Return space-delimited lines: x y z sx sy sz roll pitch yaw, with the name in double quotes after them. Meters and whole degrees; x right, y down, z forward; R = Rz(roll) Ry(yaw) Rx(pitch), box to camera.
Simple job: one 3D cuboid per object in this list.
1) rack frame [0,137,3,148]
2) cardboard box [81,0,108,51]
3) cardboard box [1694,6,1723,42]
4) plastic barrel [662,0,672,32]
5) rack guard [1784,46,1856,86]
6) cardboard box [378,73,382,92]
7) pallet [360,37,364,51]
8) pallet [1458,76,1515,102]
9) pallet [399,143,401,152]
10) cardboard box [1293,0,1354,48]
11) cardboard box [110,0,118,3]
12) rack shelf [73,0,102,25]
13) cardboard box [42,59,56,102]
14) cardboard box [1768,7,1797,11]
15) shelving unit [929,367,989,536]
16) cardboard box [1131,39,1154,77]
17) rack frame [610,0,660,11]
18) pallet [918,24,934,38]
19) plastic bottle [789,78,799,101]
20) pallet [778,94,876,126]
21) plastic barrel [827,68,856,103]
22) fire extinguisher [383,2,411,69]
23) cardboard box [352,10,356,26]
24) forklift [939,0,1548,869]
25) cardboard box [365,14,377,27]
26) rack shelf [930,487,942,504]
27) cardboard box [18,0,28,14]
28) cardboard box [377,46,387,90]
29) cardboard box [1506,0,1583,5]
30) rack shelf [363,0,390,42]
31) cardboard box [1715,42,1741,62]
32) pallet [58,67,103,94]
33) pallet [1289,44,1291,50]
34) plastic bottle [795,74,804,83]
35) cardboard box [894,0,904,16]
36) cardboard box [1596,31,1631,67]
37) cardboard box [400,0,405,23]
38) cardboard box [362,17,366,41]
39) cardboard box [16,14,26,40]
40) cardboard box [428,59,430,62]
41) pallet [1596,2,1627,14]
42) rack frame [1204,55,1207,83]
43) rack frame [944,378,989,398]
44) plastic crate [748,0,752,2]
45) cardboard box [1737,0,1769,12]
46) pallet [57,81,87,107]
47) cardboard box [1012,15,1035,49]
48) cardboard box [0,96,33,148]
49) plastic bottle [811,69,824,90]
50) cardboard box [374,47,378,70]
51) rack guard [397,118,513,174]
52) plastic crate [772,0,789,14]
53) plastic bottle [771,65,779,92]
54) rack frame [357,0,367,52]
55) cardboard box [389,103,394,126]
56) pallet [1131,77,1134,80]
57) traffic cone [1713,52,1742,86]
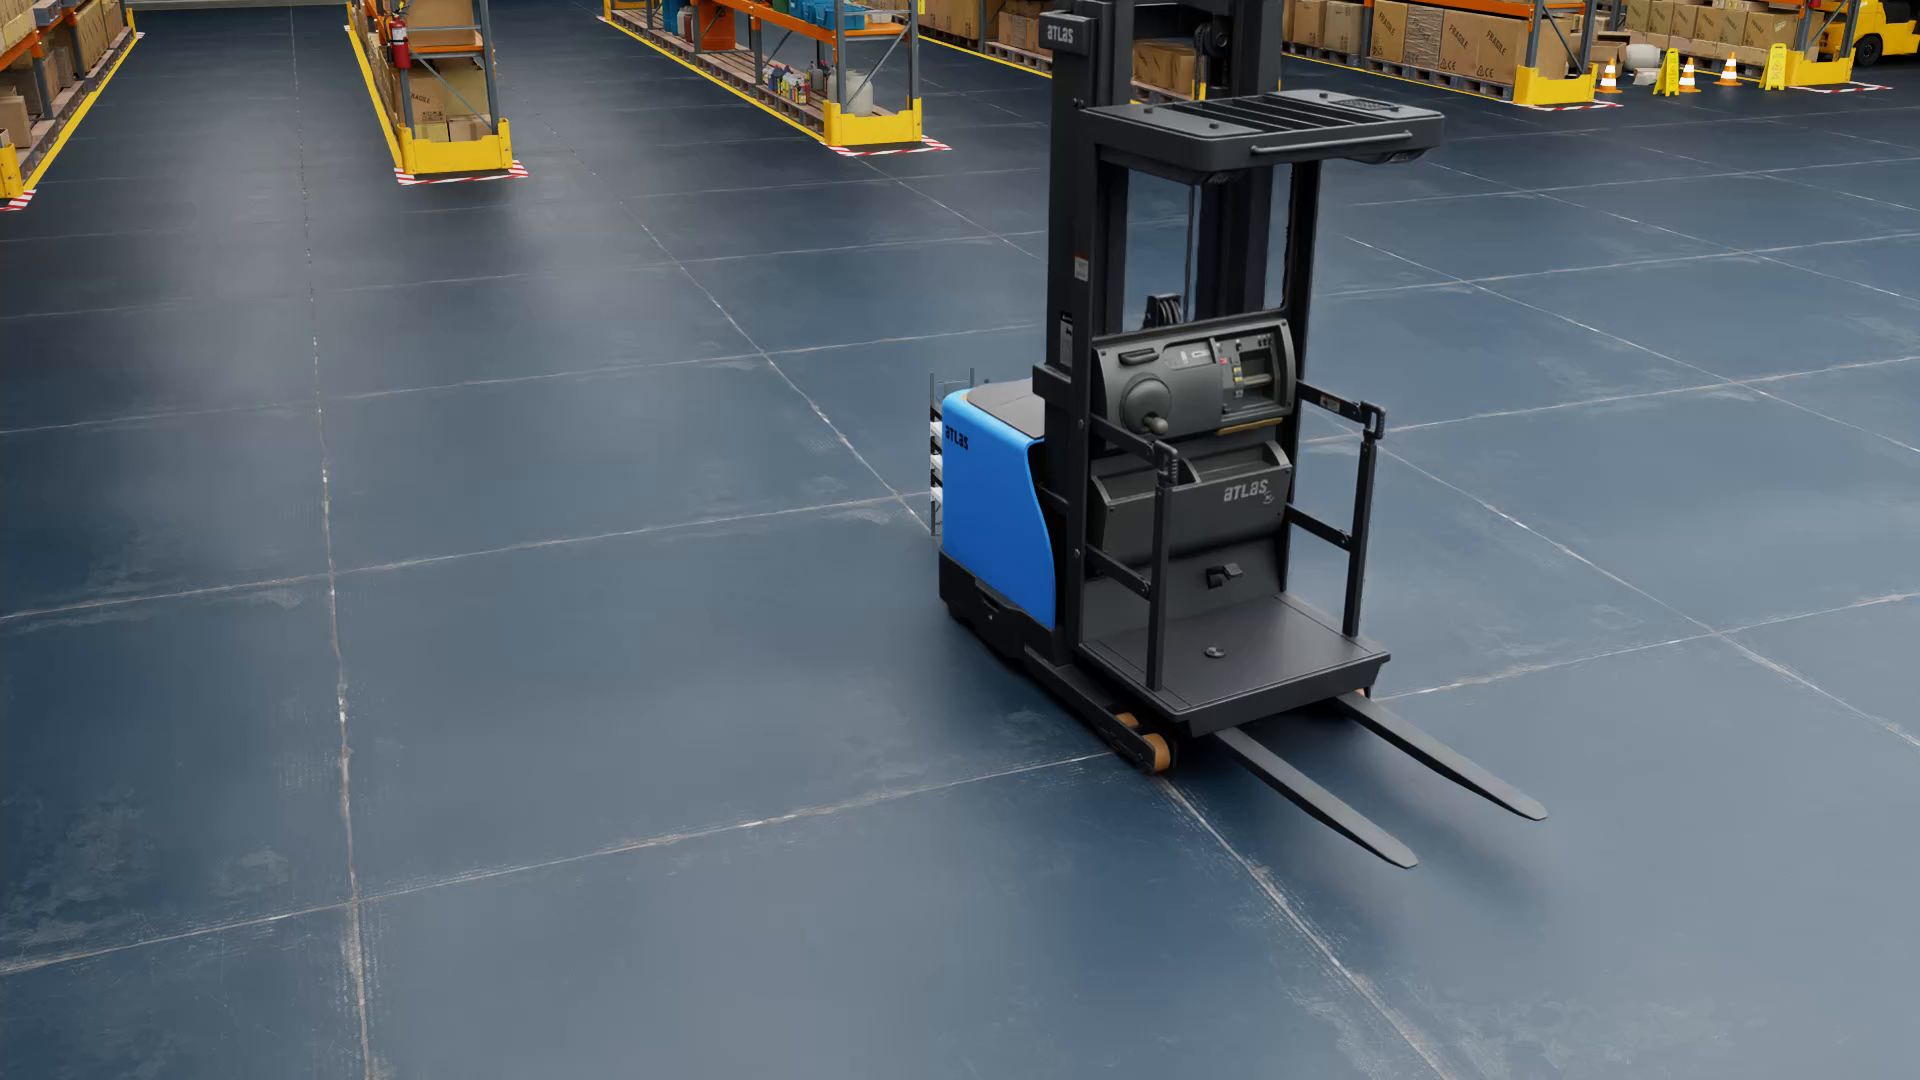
-10.256 -4.867 16.435 1.000 3.000 0.127 -8 24 -19 "rack frame"
-14.144 -8.212 26.598 0.750 0.750 0.750 -8 24 -18 "cardboard box"
12.031 -8.166 26.297 0.500 0.500 0.500 -9 24 -20 "cardboard box"
-5.051 -9.613 29.857 0.600 0.901 0.708 -8 24 -19 "plastic barrel"
12.890 -7.141 25.049 1.175 0.500 0.348 -8 24 -19 "rack guard"
-7.631 -6.223 22.651 0.500 0.250 0.500 -9 24 -20 "cardboard box"
-10.104 -8.873 29.530 1.003 0.211 1.213 -8 24 -19 "pallet"
7.966 -6.544 24.005 1.003 0.211 1.213 -8 24 -19 "pallet"
-5.932 -4.535 19.238 1.003 0.211 1.213 -8 24 -19 "pallet"
6.268 -8.724 27.942 1.050 0.750 0.750 -8 24 -19 "cardboard box"
-15.261 -9.666 29.664 0.380 0.149 0.250 -8 24 -18 "cardboard box"
-13.789 -8.169 25.196 1.077 0.370 4.000 -8 24 -19 "rack shelf"
-12.317 -6.008 21.795 0.700 0.500 0.500 -8 24 -18 "cardboard box"
12.693 -8.066 26.060 0.500 0.500 0.500 -9 25 -21 "cardboard box"
-0.003 -0.418 8.582 0.258 0.900 0.210 -8 24 -19 "shelving unit"
2.546 -7.043 24.276 0.500 0.500 0.500 -1 23 -2 "cardboard box"
-6.640 -12.040 33.453 1.000 3.000 0.127 -8 24 -19 "rack frame"
-0.250 -9.711 31.518 1.003 0.211 1.213 -8 24 -19 "pallet"
-2.159 -5.927 21.890 0.152 0.276 0.135 -9 24 -20 "plastic bottle"
-1.768 -5.701 22.004 1.003 0.211 1.213 -8 24 -19 "pallet"
-1.469 -5.684 21.036 0.421 0.512 0.421 0 23 0 "plastic barrel"
-6.016 -5.406 17.813 0.296 0.674 0.183 -8 24 -19 "fire extinguisher"
-10.995 -9.697 30.870 0.500 0.250 0.500 -8 24 -19 "cardboard box"
1.054 -0.624 6.457 1.130 2.935 3.031 -12 26 -26 "forklift"
-9.023 -8.179 25.979 0.500 0.250 0.500 -7 24 -17 "cardboard box"
-0.003 -0.221 8.665 0.258 0.077 0.200 -8 24 -19 "rack shelf"
-11.031 -6.296 19.028 0.500 0.500 0.500 -8 24 -19 "cardboard box"
-7.165 -6.062 21.304 0.500 0.500 0.500 -8 24 -19 "cardboard box"
8.148 -7.747 23.076 0.875 0.550 0.550 -8 24 -19 "cardboard box"
-7.743 -7.397 23.363 1.077 0.370 4.000 -8 24 -19 "rack shelf"
12.204 -7.638 26.009 0.500 0.250 0.500 -8 24 -19 "cardboard box"
-13.290 -6.786 24.577 1.003 0.211 1.213 -8 24 -19 "pallet"
5.704 -8.875 29.534 1.003 0.211 1.213 -8 24 -19 "pallet"
-2.157 -6.083 22.262 0.152 0.276 0.135 -8 24 -19 "plastic bottle"
-0.752 -10.731 32.544 0.875 0.875 0.875 -8 24 -19 "cardboard box"
10.609 -7.992 27.065 0.500 0.500 0.500 8 24 18 "cardboard box"
-5.966 -5.956 18.889 0.700 0.500 0.500 -8 24 -18 "cardboard box"
-9.551 -8.375 27.410 0.500 0.500 0.500 -8 24 -18 "cardboard box"
-10.858 -5.767 18.738 0.500 0.250 0.500 -8 24 -19 "cardboard box"
-6.322 -5.770 20.613 0.500 0.500 0.500 -8 24 -19 "cardboard box"
14.078 -11.289 35.262 1.003 0.211 1.213 -8 24 -19 "pallet"
3.646 -6.906 21.272 1.000 3.000 0.127 -8 24 -19 "rack frame"
0.033 -0.381 8.495 0.240 0.900 0.006 -8 24 -19 "rack frame"
-2.858 -7.843 23.414 0.402 0.464 0.583 -8 24 -19 "plastic crate"
12.197 -8.216 25.580 0.380 0.149 0.250 -8 24 -17 "cardboard box"
-12.807 -6.205 23.199 1.003 0.211 1.213 -8 24 -19 "pallet"
1.283 -8.423 27.524 0.700 0.500 0.500 -10 25 -23 "cardboard box"
-10.830 -4.662 18.601 0.700 0.500 0.500 -10 25 -22 "cardboard box"
-1.965 -6.334 22.855 0.152 0.276 0.135 -8 24 -19 "plastic bottle"
-7.811 -6.664 22.976 0.500 0.311 0.500 -8 24 -19 "cardboard box"
-5.614 -4.387 18.516 1.175 0.500 0.348 -8 24 -19 "rack guard"
-2.185 -7.050 21.887 0.450 0.188 0.662 -8 24 -19 "plastic crate"
-2.504 -6.311 22.707 0.144 0.351 0.185 -8 24 -18 "plastic bottle"
-9.862 -9.908 28.396 1.000 3.000 0.127 -8 24 -19 "rack frame"
-6.630 -5.172 20.159 0.500 0.250 0.500 -8 24 -19 "cardboard box"
2.503 -6.835 24.695 1.003 0.211 1.213 -8 24 -19 "pallet"
11.558 -7.076 24.942 0.336 0.463 0.334 -8 24 -19 "traffic cone"
